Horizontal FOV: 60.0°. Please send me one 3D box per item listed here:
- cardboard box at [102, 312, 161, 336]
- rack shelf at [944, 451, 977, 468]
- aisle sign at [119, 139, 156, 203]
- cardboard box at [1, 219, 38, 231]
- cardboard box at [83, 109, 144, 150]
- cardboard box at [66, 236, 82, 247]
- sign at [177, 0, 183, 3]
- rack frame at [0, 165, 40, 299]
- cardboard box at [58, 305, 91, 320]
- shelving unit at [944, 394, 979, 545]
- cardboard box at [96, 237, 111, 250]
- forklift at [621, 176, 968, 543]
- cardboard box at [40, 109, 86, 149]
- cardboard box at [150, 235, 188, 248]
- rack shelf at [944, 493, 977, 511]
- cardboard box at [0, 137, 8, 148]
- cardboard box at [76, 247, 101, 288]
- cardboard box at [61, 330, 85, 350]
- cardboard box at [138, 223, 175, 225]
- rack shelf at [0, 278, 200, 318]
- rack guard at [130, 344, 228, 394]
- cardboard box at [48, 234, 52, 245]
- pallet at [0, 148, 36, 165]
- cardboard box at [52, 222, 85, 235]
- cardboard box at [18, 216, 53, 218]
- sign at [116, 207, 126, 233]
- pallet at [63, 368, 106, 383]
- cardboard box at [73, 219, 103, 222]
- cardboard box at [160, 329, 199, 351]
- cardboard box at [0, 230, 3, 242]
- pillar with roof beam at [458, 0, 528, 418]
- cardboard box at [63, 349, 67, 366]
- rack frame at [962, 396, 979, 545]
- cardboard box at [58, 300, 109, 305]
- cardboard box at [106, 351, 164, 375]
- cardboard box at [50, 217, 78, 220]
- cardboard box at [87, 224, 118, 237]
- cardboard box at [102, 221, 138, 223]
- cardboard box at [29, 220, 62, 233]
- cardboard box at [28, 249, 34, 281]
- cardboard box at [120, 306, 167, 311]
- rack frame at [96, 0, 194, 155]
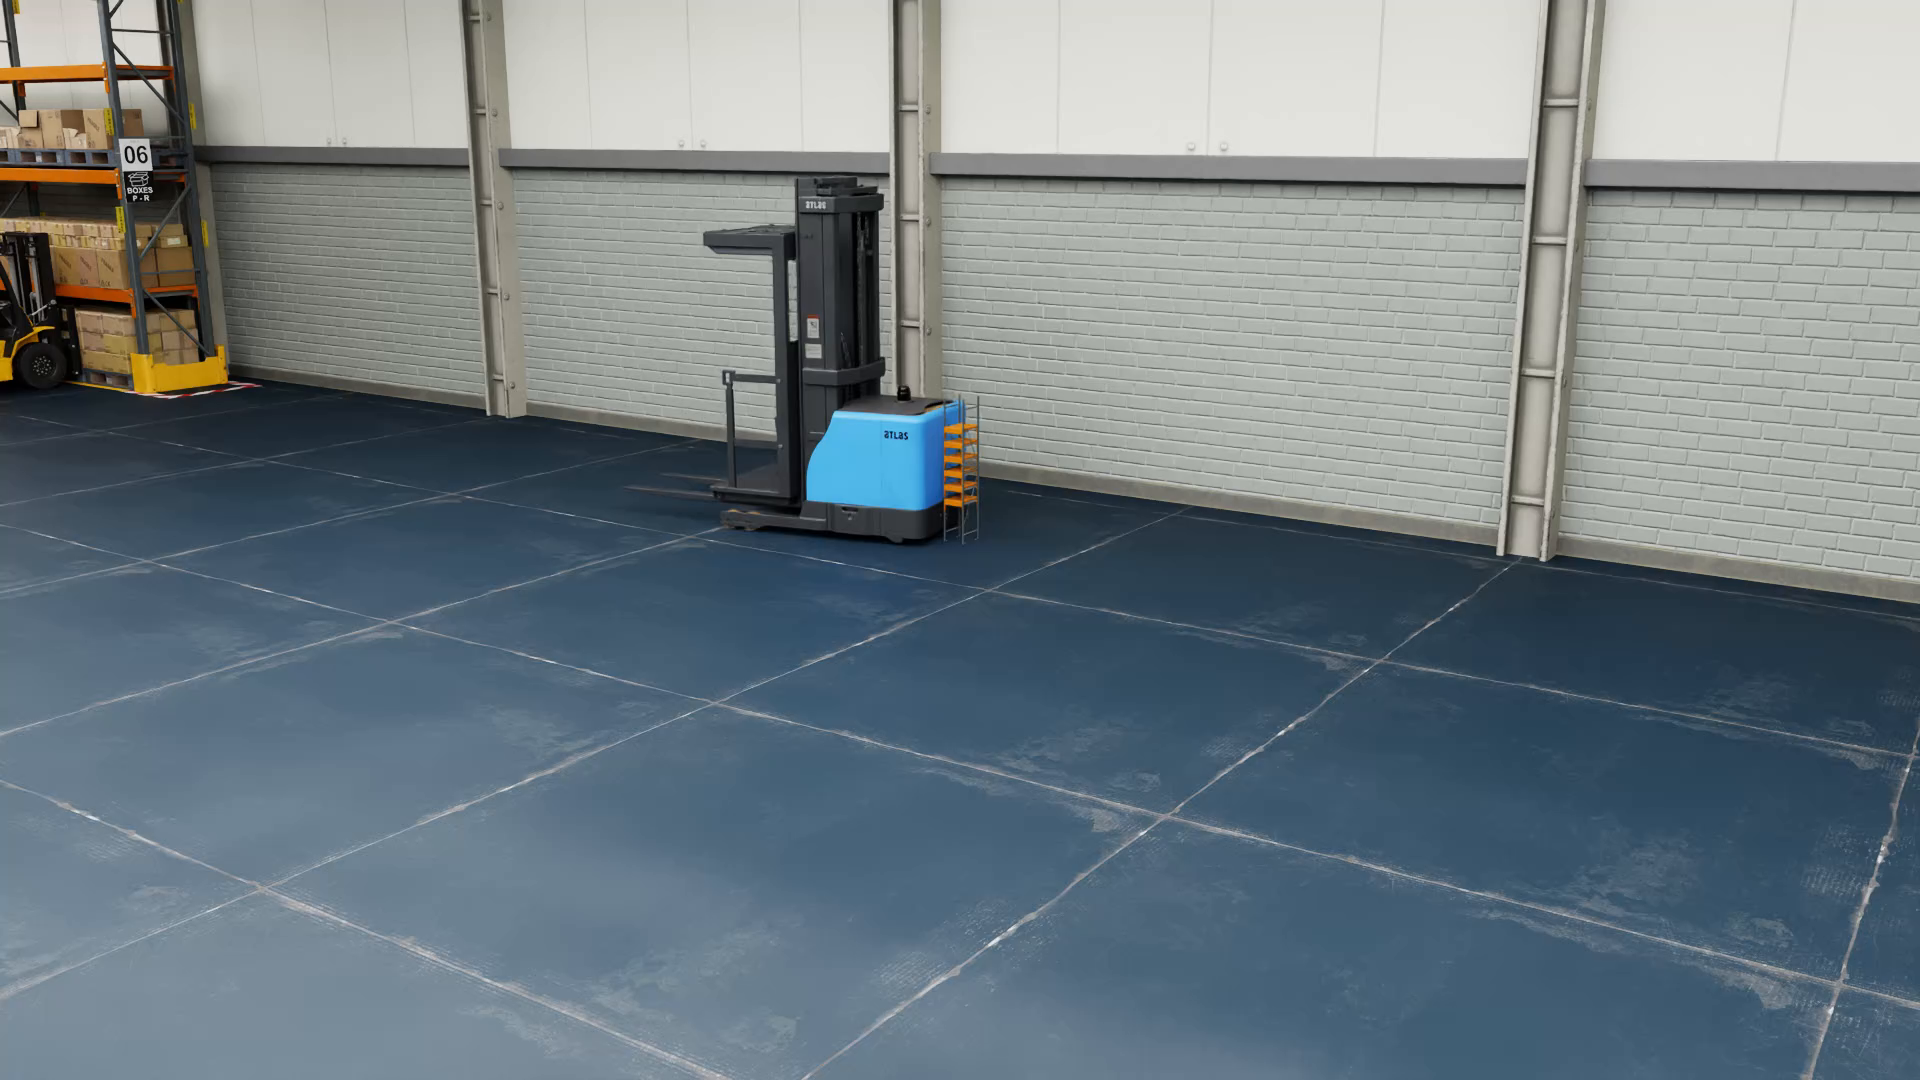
[{"bbox_3d":[-10.864,-2.837,21.809,0.500,0.250,0.500,10,17,35],"label":"cardboard box"},{"bbox_3d":[0.012,-0.654,13.653,0.180,0.103,0.258,9,17,33],"label":"rack shelf"},{"bbox_3d":[-10.417,-4.678,21.066,0.004,0.787,0.394,9,17,33],"label":"aisle sign"},{"bbox_3d":[-13.044,-4.376,23.081,0.250,0.149,0.380,9,16,32],"label":"cardboard box"},{"bbox_3d":[-10.811,-5.251,21.260,0.500,0.500,0.500,10,17,35],"label":"cardboard box"},{"bbox_3d":[-11.609,-3.974,22.078,0.250,0.149,0.380,9,16,31],"label":"cardboard box"},{"bbox_3d":[-9.993,-7.035,21.242,0.005,0.325,0.100,9,17,33],"label":"sign"},{"bbox_3d":[-13.627,-4.019,23.818,0.127,3.000,1.000,9,17,33],"label":"rack frame"},{"bbox_3d":[-12.132,-3.040,22.627,0.500,0.250,0.500,9,16,32],"label":"cardboard box"},{"bbox_3d":[0.012,-0.580,13.671,0.189,1.200,0.258,9,17,33],"label":"shelving unit"},{"bbox_3d":[-10.981,-3.865,21.638,0.250,0.149,0.380,9,17,34],"label":"cardboard box"},{"bbox_3d":[-1.496,-1.608,14.218,3.031,2.935,1.130,6,15,22],"label":"forklift"},{"bbox_3d":[-11.605,-5.408,21.895,0.500,0.500,0.700,9,17,33],"label":"cardboard box"},{"bbox_3d":[-10.445,-3.944,21.954,0.250,0.149,0.380,9,16,31],"label":"cardboard box"},{"bbox_3d":[0.012,-0.304,13.740,0.180,0.103,0.258,9,17,33],"label":"rack shelf"},{"bbox_3d":[-12.787,-5.382,22.521,0.250,0.149,0.380,10,17,34],"label":"cardboard box"},{"bbox_3d":[-11.288,-3.617,21.983,0.500,0.500,0.500,10,17,35],"label":"cardboard box"},{"bbox_3d":[-11.737,-2.732,22.426,0.500,0.250,0.500,9,16,32],"label":"cardboard box"},{"bbox_3d":[-10.653,-4.127,22.074,0.250,0.149,0.380,10,17,35],"label":"cardboard box"},{"bbox_3d":[-11.968,-3.402,22.821,4.000,0.370,1.077,9,17,33],"label":"rack shelf"},{"bbox_3d":[-10.288,-2.266,21.938,0.348,0.500,1.175,9,17,33],"label":"rack guard"},{"bbox_3d":[-12.238,-4.076,22.490,0.250,0.149,0.380,9,16,32],"label":"cardboard box"},{"bbox_3d":[-12.905,-5.323,23.027,1.213,0.211,1.003,9,17,33],"label":"pallet"},{"bbox_3d":[-11.838,-4.148,22.160,0.250,0.149,0.380,10,17,34],"label":"cardboard box"},{"bbox_3d":[-13.194,-4.545,23.763,0.250,0.149,0.380,9,17,33],"label":"cardboard box"},{"bbox_3d":[-10.622,-4.054,21.054,0.005,0.325,0.100,9,17,33],"label":"sign"},{"bbox_3d":[-11.974,-2.387,23.028,1.213,0.211,1.003,9,17,33],"label":"pallet"},{"bbox_3d":[-11.956,-4.326,22.881,0.250,0.149,0.380,10,17,34],"label":"cardboard box"},{"bbox_3d":[-10.582,-2.699,22.293,0.500,0.250,0.500,10,17,34],"label":"cardboard box"},{"bbox_3d":[-13.294,-4.253,23.204,0.250,0.149,0.380,10,17,34],"label":"cardboard box"},{"bbox_3d":[-7.807,-5.005,15.315,0.400,9.000,9.100,9,17,33],"label":"pillar with roof beam"},{"bbox_3d":[-12.135,-2.555,22.750,0.500,0.250,0.500,10,17,35],"label":"cardboard box"},{"bbox_3d":[0.088,-0.568,13.622,0.006,1.200,0.240,9,17,33],"label":"rack frame"},{"bbox_3d":[-12.270,-3.211,23.320,0.500,0.250,0.500,9,17,33],"label":"cardboard box"},{"bbox_3d":[-10.874,-2.352,21.931,0.500,0.250,0.500,9,17,33],"label":"cardboard box"},{"bbox_3d":[-12.539,-4.449,23.376,0.250,0.149,0.380,9,16,32],"label":"cardboard box"},{"bbox_3d":[-11.177,-4.053,21.778,0.250,0.149,0.380,10,17,34],"label":"cardboard box"},{"bbox_3d":[-11.322,-4.219,22.449,0.250,0.149,0.380,10,17,35],"label":"cardboard box"},{"bbox_3d":[-12.415,-4.268,22.647,0.250,0.149,0.380,9,17,33],"label":"cardboard box"},{"bbox_3d":[-12.542,-3.822,22.813,0.500,0.500,0.500,9,17,32],"label":"cardboard box"},{"bbox_3d":[-11.018,-3.006,22.491,0.500,0.250,0.500,9,17,33],"label":"cardboard box"},{"bbox_3d":[-10.308,-6.395,20.930,0.127,3.000,1.000,9,17,33],"label":"rack frame"}]
